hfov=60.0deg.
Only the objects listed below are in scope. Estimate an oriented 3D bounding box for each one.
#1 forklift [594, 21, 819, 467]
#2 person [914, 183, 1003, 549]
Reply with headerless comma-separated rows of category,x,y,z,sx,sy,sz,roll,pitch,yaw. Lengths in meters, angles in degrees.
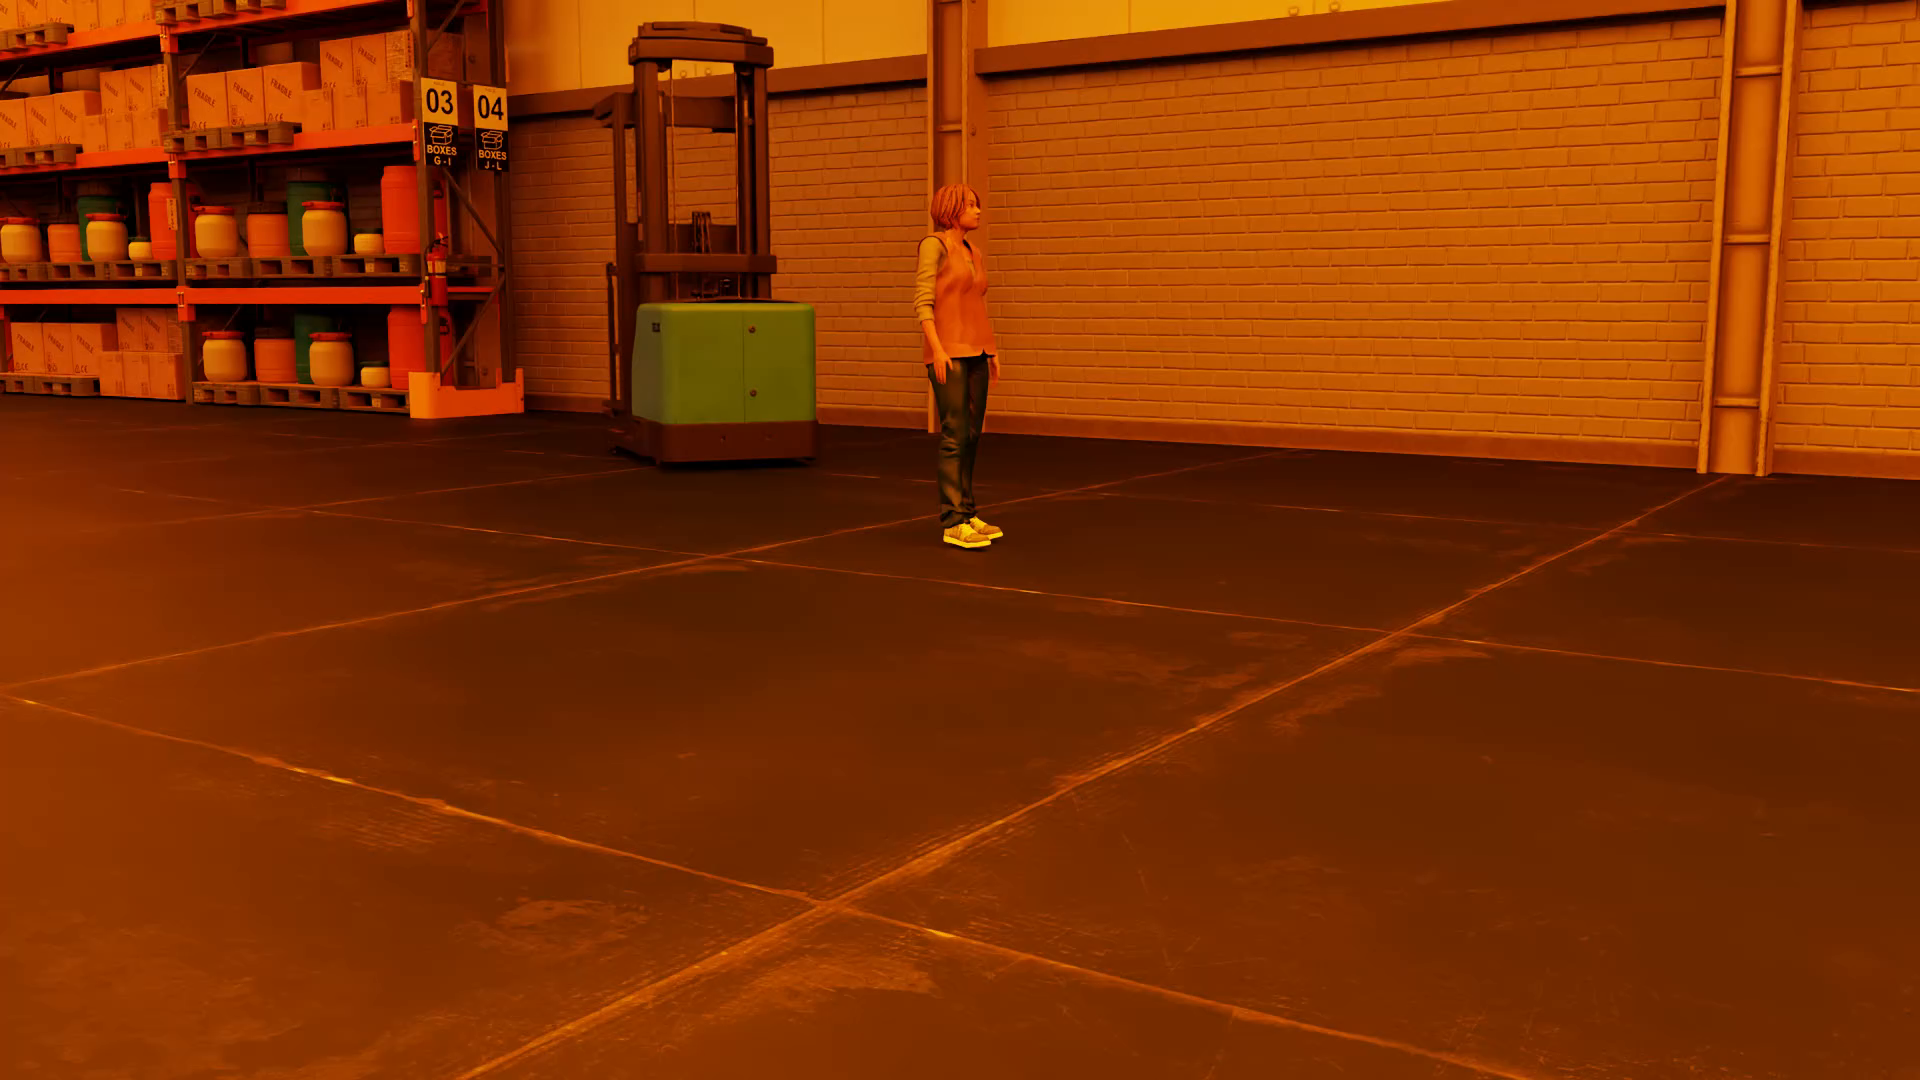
forklift,-1.968,-2.095,11.926,1.130,2.935,3.031,-3,9,-23
person,0.053,-0.791,7.438,0.476,1.597,0.520,5,10,34
